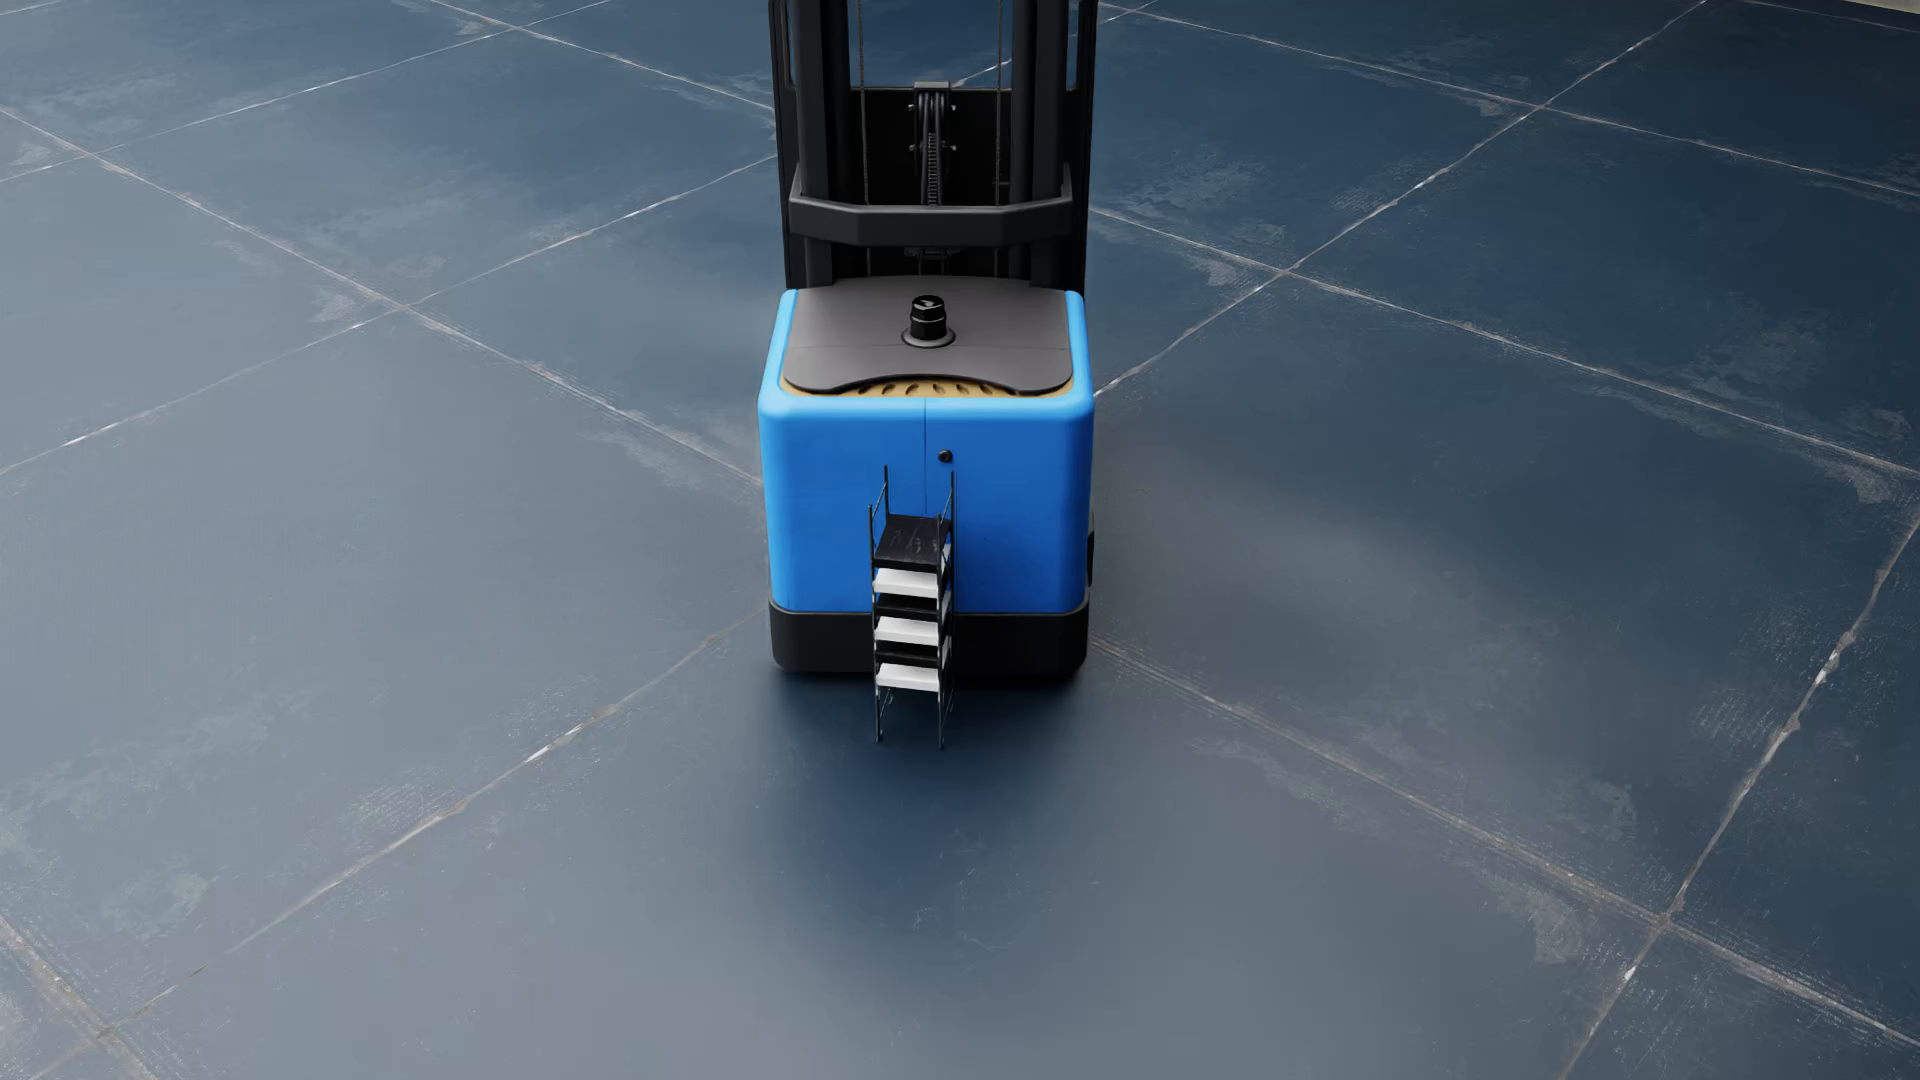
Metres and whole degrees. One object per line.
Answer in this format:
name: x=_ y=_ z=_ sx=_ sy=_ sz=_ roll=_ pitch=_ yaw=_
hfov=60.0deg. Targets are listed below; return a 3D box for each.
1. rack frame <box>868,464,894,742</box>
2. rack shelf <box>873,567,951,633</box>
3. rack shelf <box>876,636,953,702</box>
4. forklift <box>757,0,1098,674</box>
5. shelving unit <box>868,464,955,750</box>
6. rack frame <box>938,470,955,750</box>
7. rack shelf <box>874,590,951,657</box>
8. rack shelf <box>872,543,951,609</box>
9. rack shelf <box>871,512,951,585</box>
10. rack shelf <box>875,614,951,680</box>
rack frame: x=-0.241 y=0.208 z=5.152 sx=0.006 sy=0.900 sz=0.240 roll=6 pitch=35 yaw=8
rack shelf: x=-0.141 y=0.171 z=5.105 sx=0.200 sy=0.077 sz=0.258 roll=6 pitch=35 yaw=8
rack shelf: x=-0.141 y=0.394 z=5.258 sx=0.200 sy=0.077 sz=0.258 roll=6 pitch=35 yaw=8
forklift: x=-0.087 y=-1.568 z=5.944 sx=1.130 sy=2.935 sz=3.031 roll=0 pitch=34 yaw=1
shelving unit: x=-0.141 y=0.218 z=5.137 sx=0.210 sy=0.900 sz=0.258 roll=6 pitch=35 yaw=8
rack frame: x=-0.041 y=0.228 z=5.123 sx=0.006 sy=0.900 sz=0.240 roll=6 pitch=35 yaw=8
rack shelf: x=-0.141 y=0.246 z=5.156 sx=0.200 sy=0.077 sz=0.258 roll=6 pitch=35 yaw=8
rack shelf: x=-0.141 y=0.097 z=5.054 sx=0.200 sy=0.077 sz=0.258 roll=6 pitch=35 yaw=8
rack shelf: x=-0.141 y=0.023 z=5.003 sx=0.200 sy=0.077 sz=0.258 roll=6 pitch=35 yaw=8
rack shelf: x=-0.141 y=0.320 z=5.207 sx=0.200 sy=0.077 sz=0.258 roll=6 pitch=35 yaw=8
